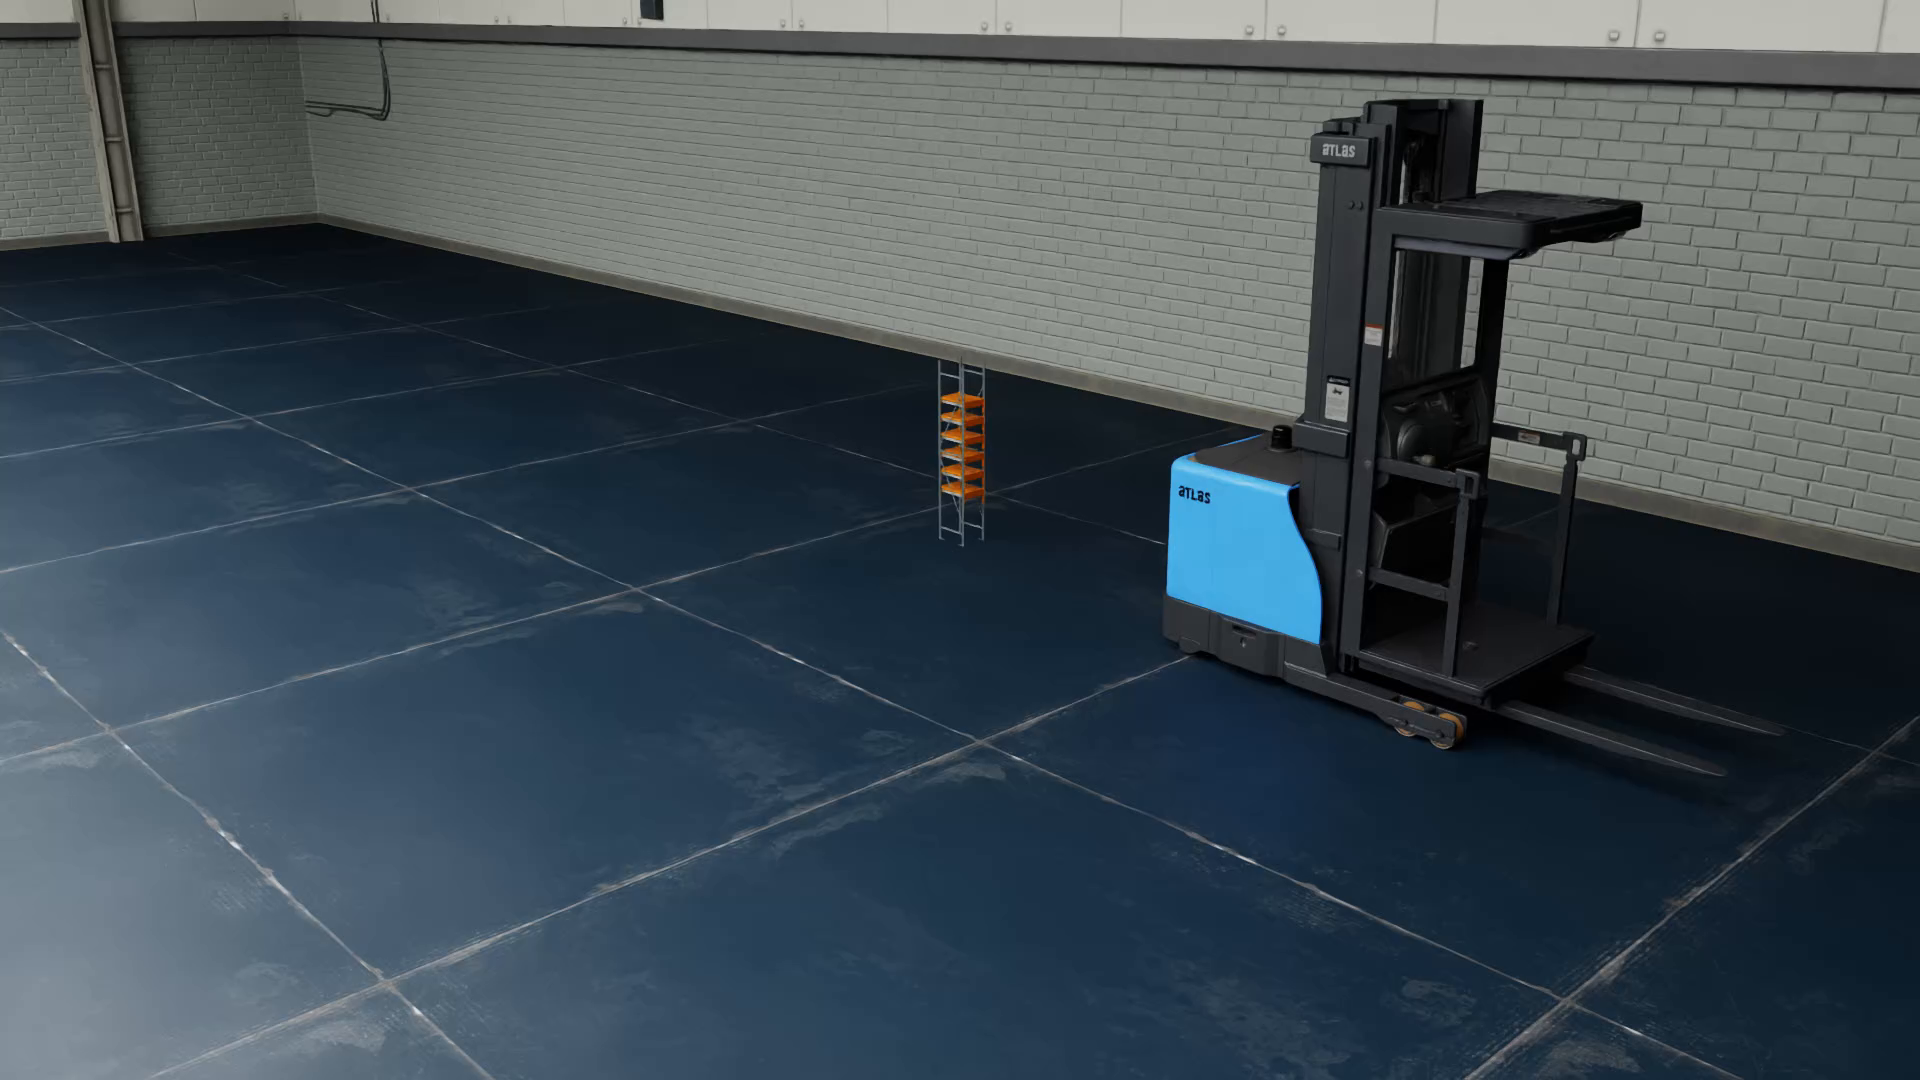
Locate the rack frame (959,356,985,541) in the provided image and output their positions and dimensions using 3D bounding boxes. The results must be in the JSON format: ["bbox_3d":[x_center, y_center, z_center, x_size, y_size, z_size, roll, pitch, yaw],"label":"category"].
[{"bbox_3d":[0.077,-0.593,10.869,0.006,1.200,0.240,-16,24,-41],"label":"rack frame"}]

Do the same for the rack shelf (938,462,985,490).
[{"bbox_3d":[0.011,-0.417,10.860,0.180,0.103,0.258,-16,24,-41],"label":"rack shelf"}]

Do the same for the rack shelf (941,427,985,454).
[{"bbox_3d":[0.011,-0.646,10.786,0.180,0.103,0.258,-16,24,-41],"label":"rack shelf"}]

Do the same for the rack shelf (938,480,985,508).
[{"bbox_3d":[0.011,-0.303,10.897,0.180,0.103,0.258,-16,24,-41],"label":"rack shelf"}]

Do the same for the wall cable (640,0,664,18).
[{"bbox_3d":[-2.812,-8.539,17.216,0.169,6.003,2.305,-16,24,-41],"label":"wall cable"}]

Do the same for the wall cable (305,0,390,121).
[{"bbox_3d":[-9.323,-7.575,24.792,0.112,2.526,3.097,-16,24,-41],"label":"wall cable"}]

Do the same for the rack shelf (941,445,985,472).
[{"bbox_3d":[0.011,-0.532,10.823,0.180,0.103,0.258,-16,24,-41],"label":"rack shelf"}]

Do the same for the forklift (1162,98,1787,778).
[{"bbox_3d":[2.485,-0.578,8.015,1.130,2.935,3.031,-16,24,-41],"label":"forklift"}]

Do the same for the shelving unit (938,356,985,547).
[{"bbox_3d":[0.011,-0.574,10.809,0.189,1.200,0.258,-16,24,-41],"label":"shelving unit"}]

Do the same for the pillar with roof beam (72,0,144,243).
[{"bbox_3d":[-9.414,-7.759,20.326,0.400,9.000,9.100,-16,24,-41],"label":"pillar with roof beam"}]

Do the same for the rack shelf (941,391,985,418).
[{"bbox_3d":[0.011,-0.874,10.712,0.180,0.103,0.258,-16,24,-41],"label":"rack shelf"}]

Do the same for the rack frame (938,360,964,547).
[{"bbox_3d":[-0.056,-0.554,10.749,0.006,1.200,0.240,-16,24,-41],"label":"rack frame"}]

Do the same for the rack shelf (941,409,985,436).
[{"bbox_3d":[0.011,-0.760,10.749,0.180,0.103,0.258,-16,24,-41],"label":"rack shelf"}]
